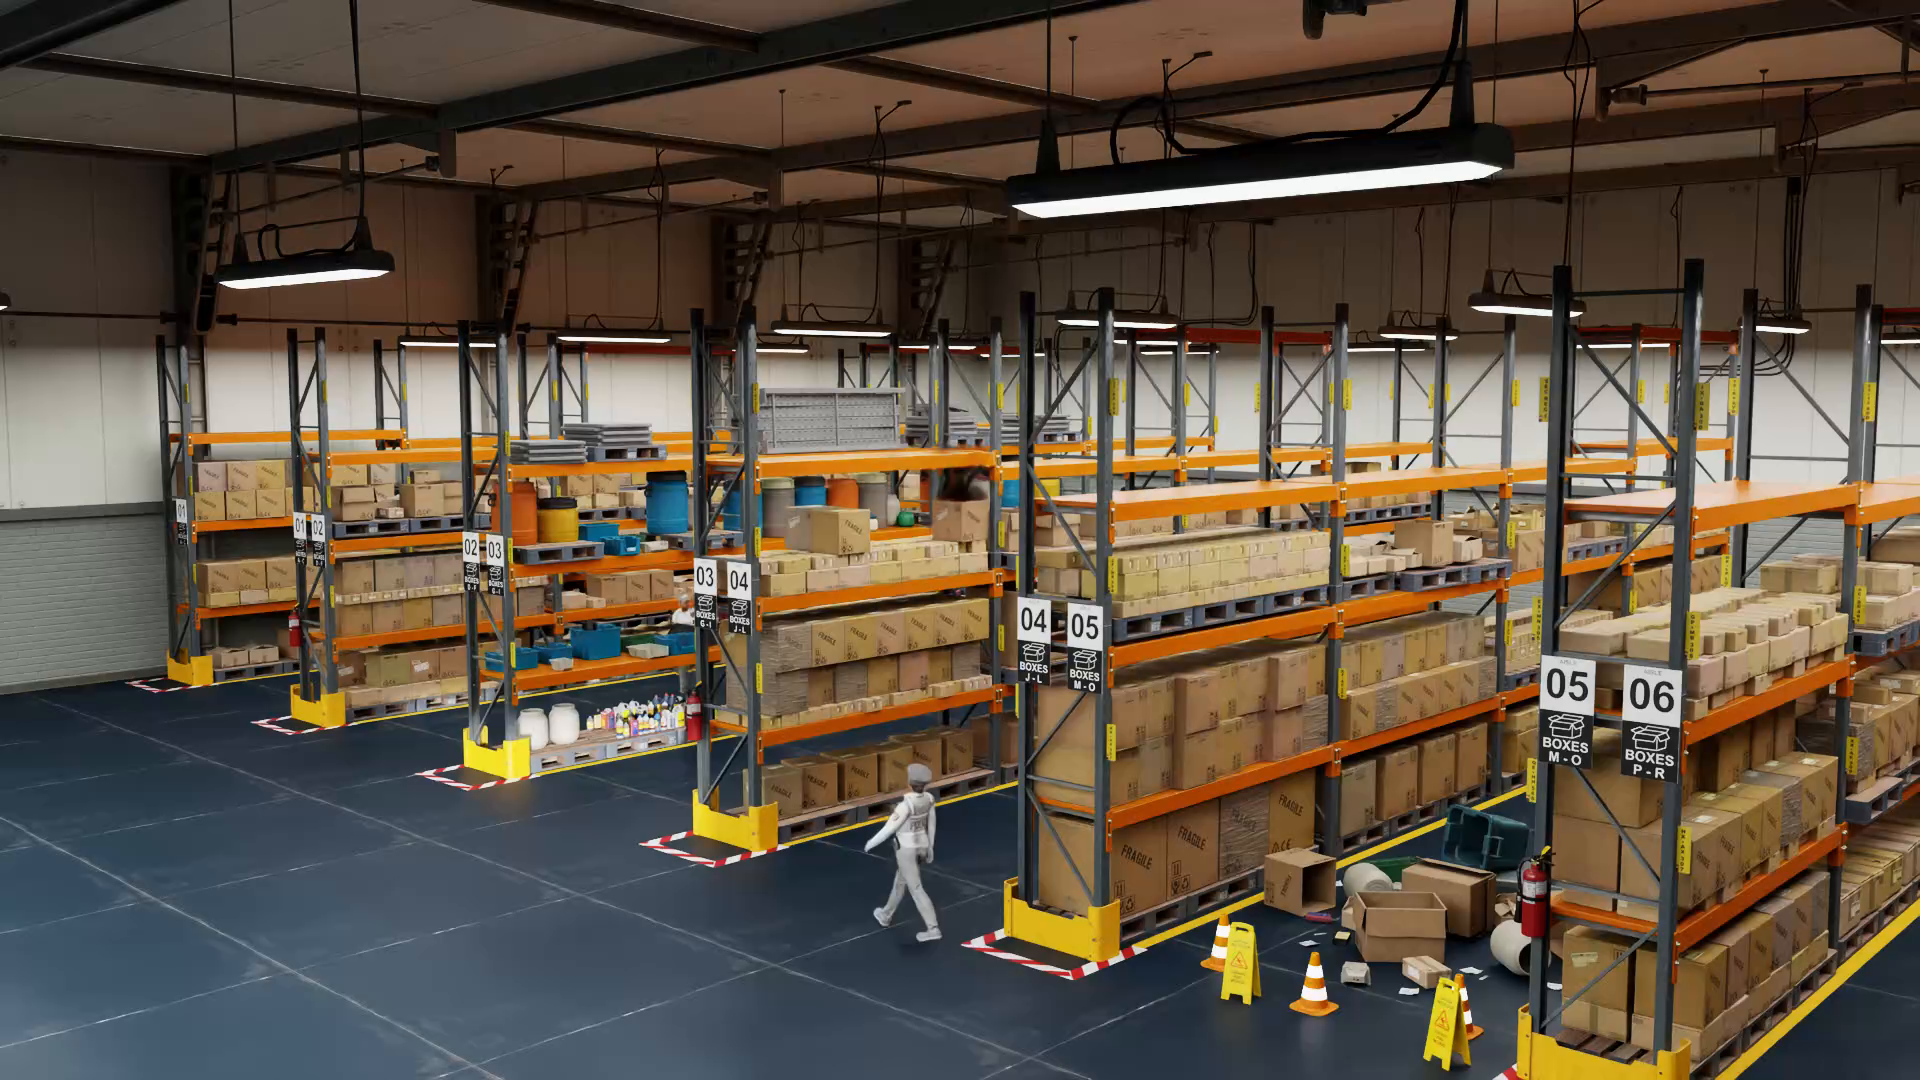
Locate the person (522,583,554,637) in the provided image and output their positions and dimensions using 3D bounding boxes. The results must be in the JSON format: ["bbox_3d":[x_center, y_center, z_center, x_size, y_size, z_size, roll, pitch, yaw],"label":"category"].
[{"bbox_3d":[-7.877,1.390,30.904,0.735,1.725,1.129,4,7,35],"label":"person"}]

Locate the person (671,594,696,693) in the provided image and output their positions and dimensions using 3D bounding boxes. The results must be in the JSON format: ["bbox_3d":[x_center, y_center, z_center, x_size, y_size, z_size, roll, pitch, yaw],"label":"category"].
[{"bbox_3d":[-4.553,1.751,27.854,0.569,1.697,0.400,0,5,3],"label":"person"}]

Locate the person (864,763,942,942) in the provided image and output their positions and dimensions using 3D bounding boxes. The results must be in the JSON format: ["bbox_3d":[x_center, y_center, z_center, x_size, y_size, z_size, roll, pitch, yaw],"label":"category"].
[{"bbox_3d":[-0.490,2.880,15.568,1.015,1.626,0.565,4,7,39],"label":"person"}]
